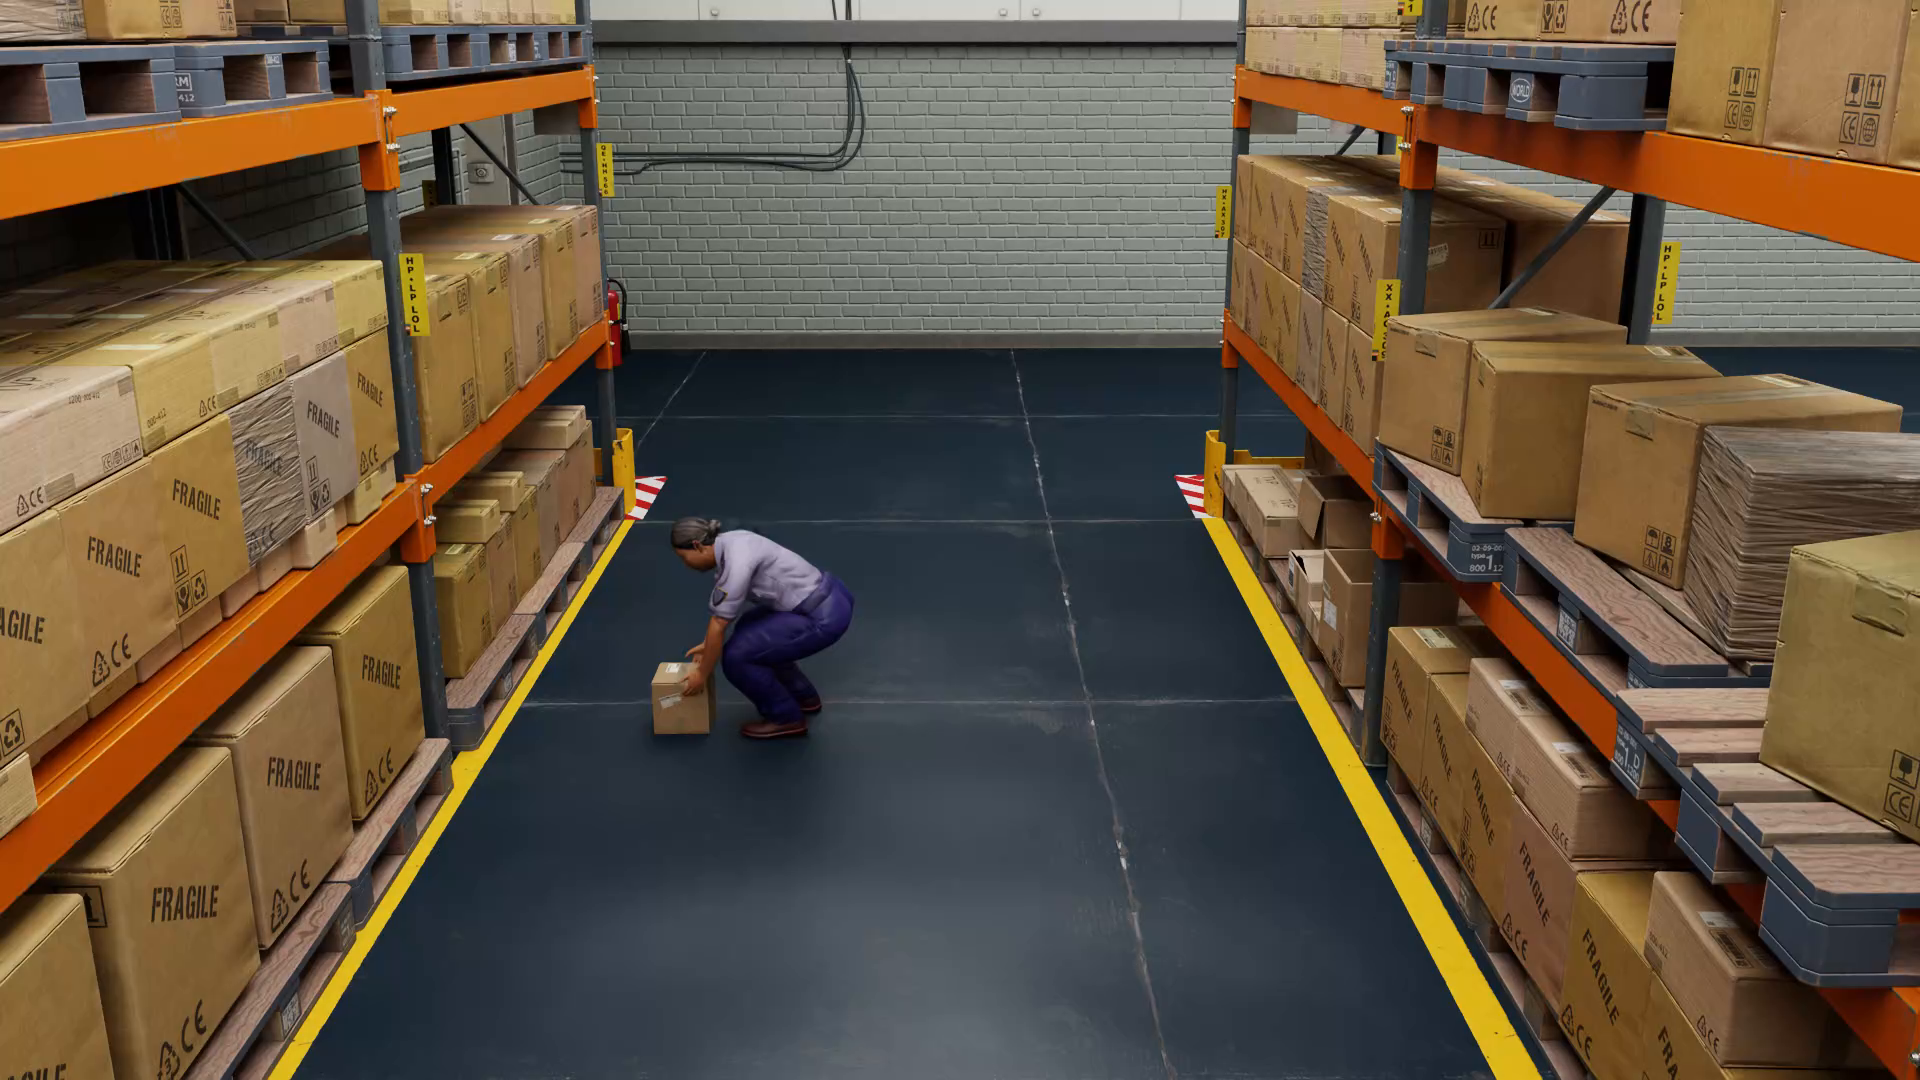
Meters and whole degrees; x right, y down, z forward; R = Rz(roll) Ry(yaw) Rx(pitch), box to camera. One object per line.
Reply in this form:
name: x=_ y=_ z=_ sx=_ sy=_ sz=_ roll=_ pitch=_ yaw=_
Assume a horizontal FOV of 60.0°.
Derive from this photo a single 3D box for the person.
person: x=-0.877 y=0.368 z=7.474 sx=0.796 sy=1.010 sz=0.530 roll=0 pitch=17 yaw=-1
